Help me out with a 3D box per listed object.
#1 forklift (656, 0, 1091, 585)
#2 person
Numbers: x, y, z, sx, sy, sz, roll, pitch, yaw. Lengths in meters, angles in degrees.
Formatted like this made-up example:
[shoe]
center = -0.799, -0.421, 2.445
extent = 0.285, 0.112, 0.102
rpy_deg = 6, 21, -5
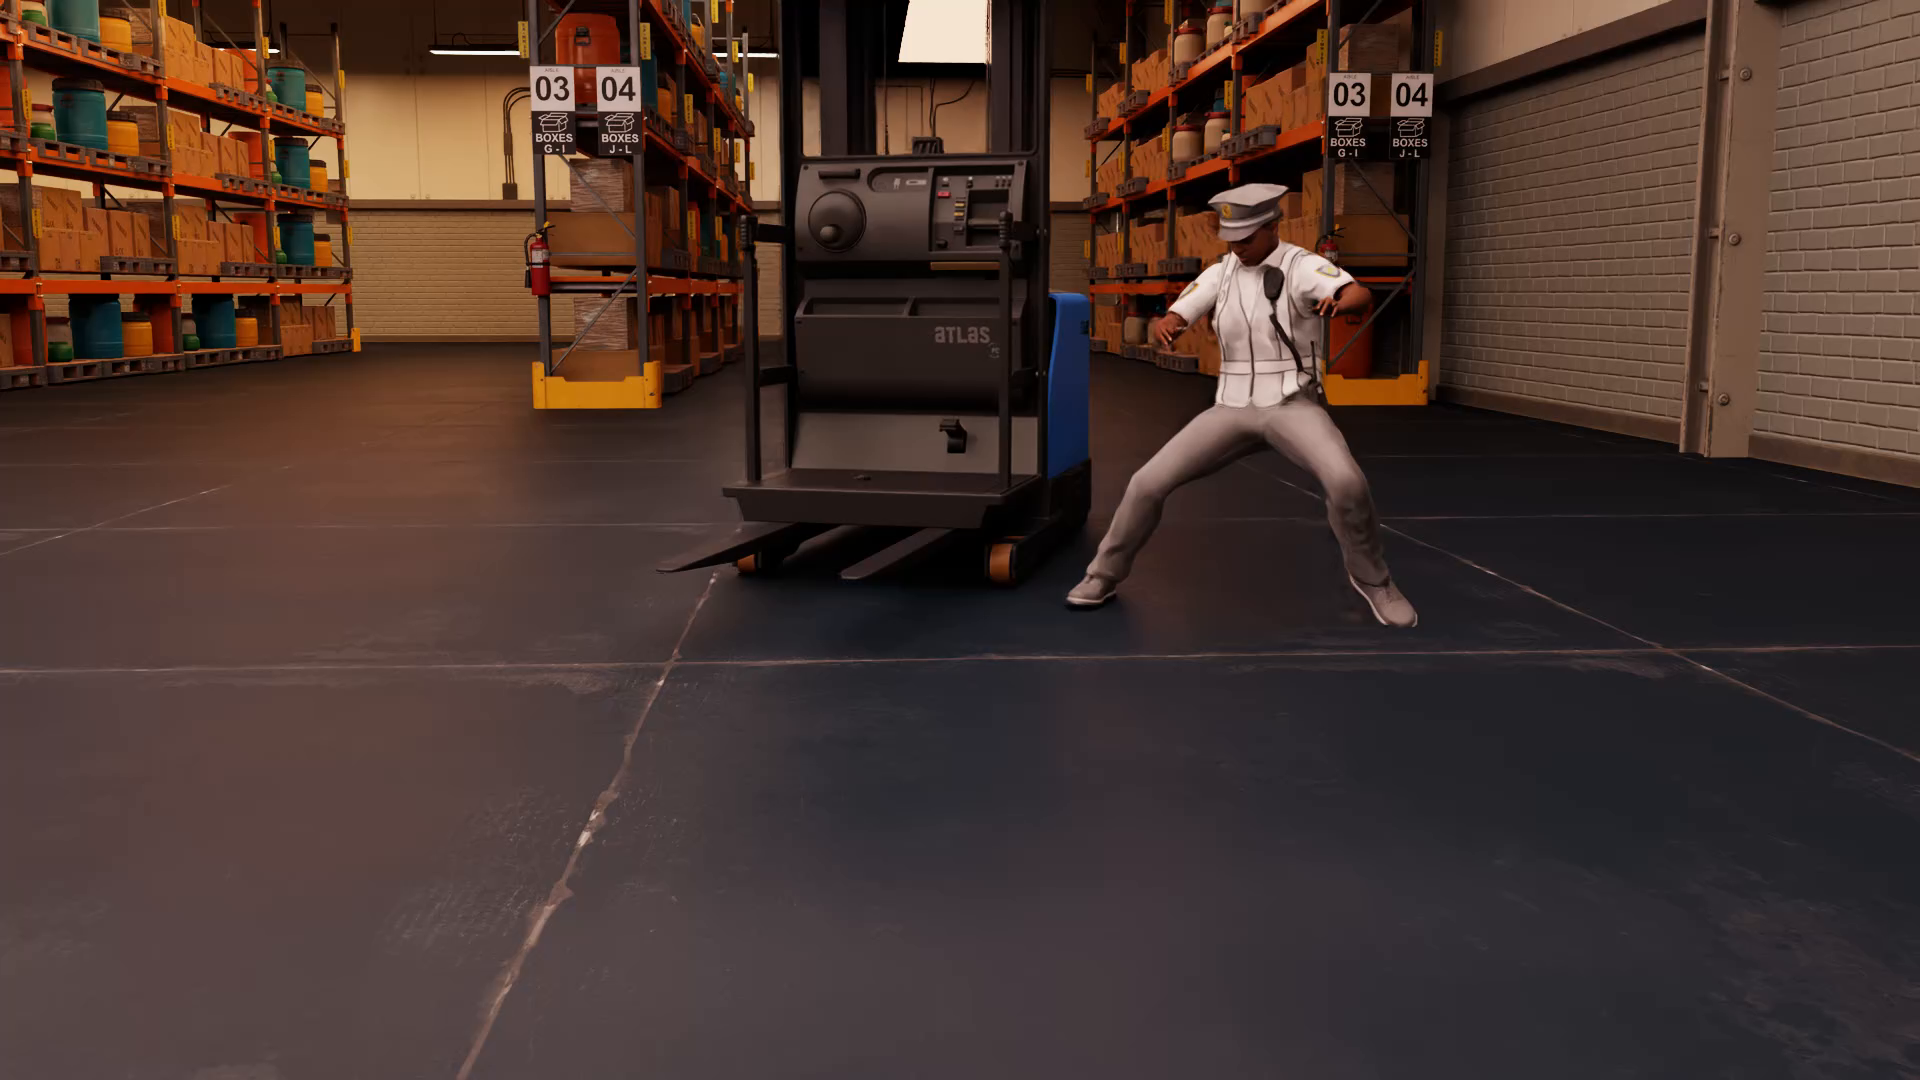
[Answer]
[forklift]
center = -0.248, -1.341, 6.361
extent = 1.130, 2.935, 3.031
rpy_deg = 2, 9, 14
[person]
center = 0.949, -0.448, 5.524
extent = 1.113, 1.459, 0.656
rpy_deg = 7, 11, 38
